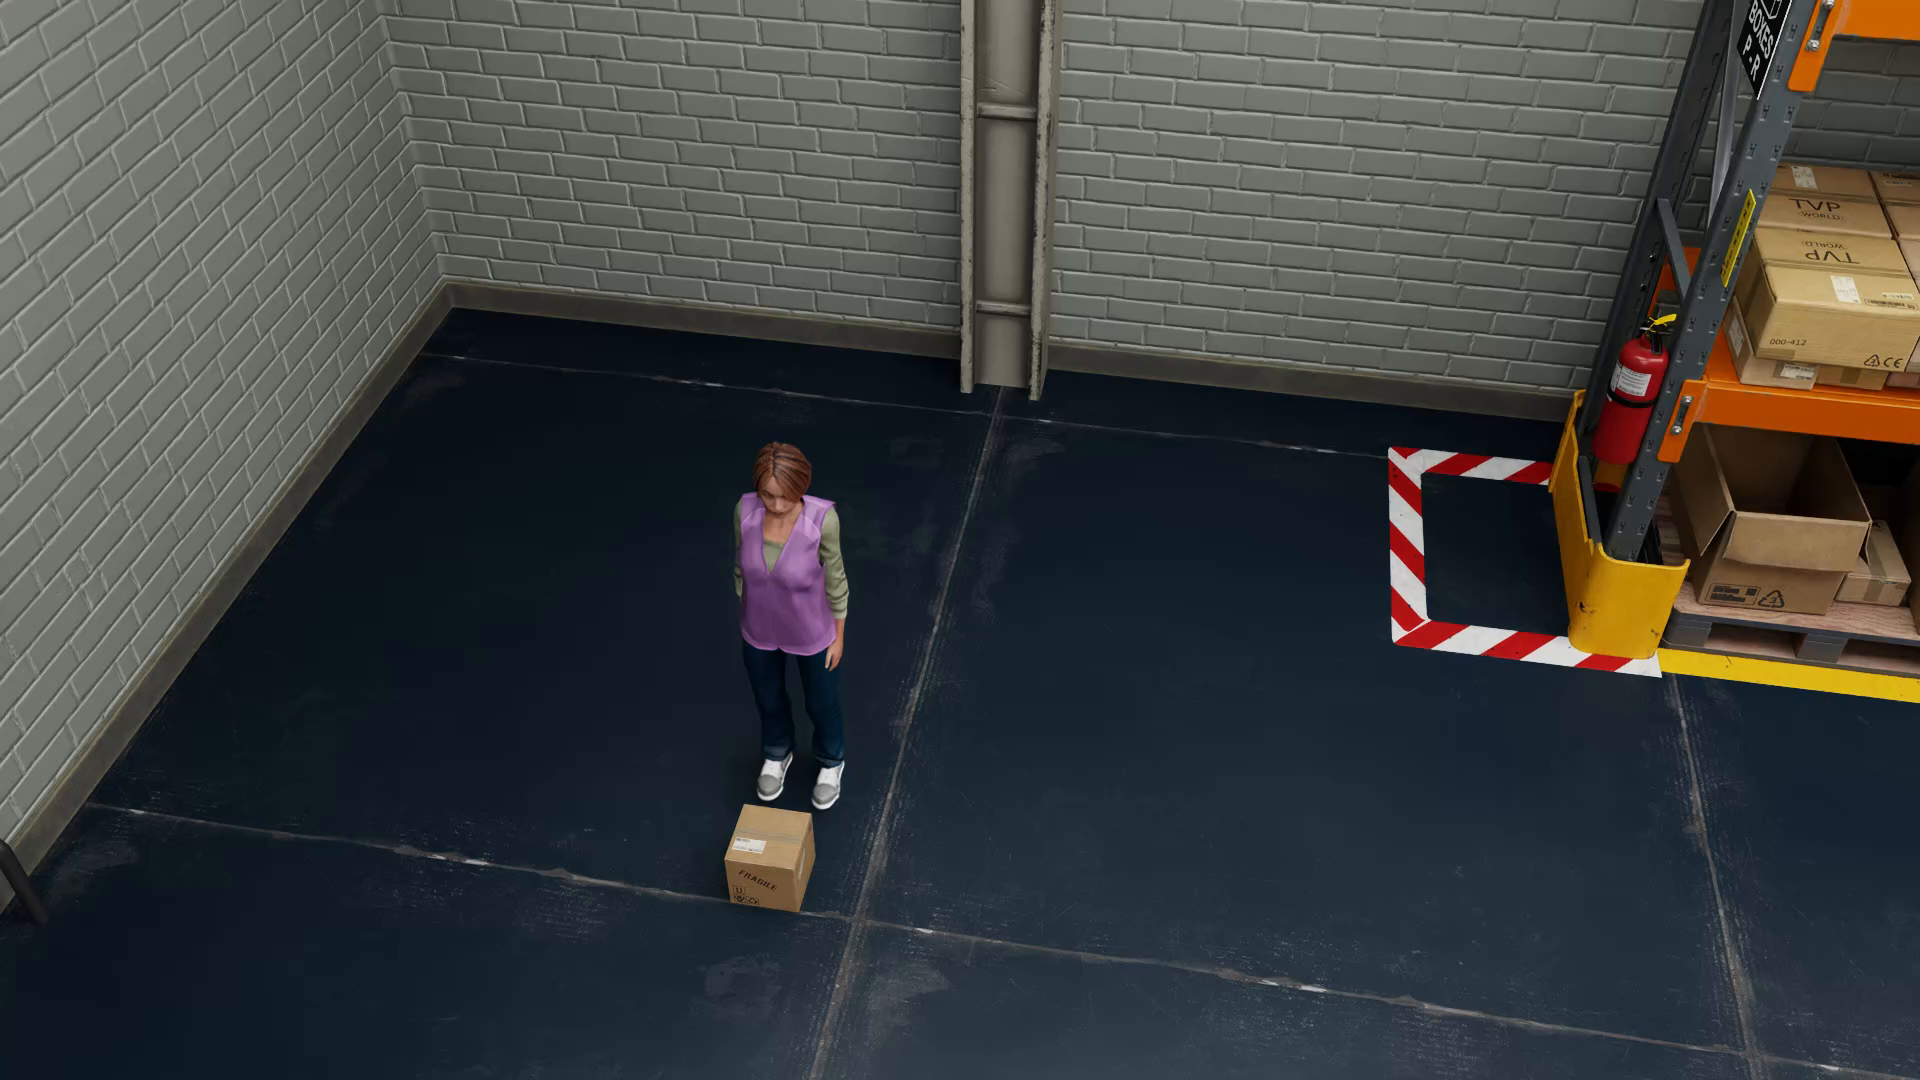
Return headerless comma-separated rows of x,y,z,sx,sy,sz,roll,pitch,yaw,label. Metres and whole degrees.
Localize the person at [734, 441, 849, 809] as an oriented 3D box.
-0.577,0.321,5.810,0.406,1.583,0.304,8,42,9,person
